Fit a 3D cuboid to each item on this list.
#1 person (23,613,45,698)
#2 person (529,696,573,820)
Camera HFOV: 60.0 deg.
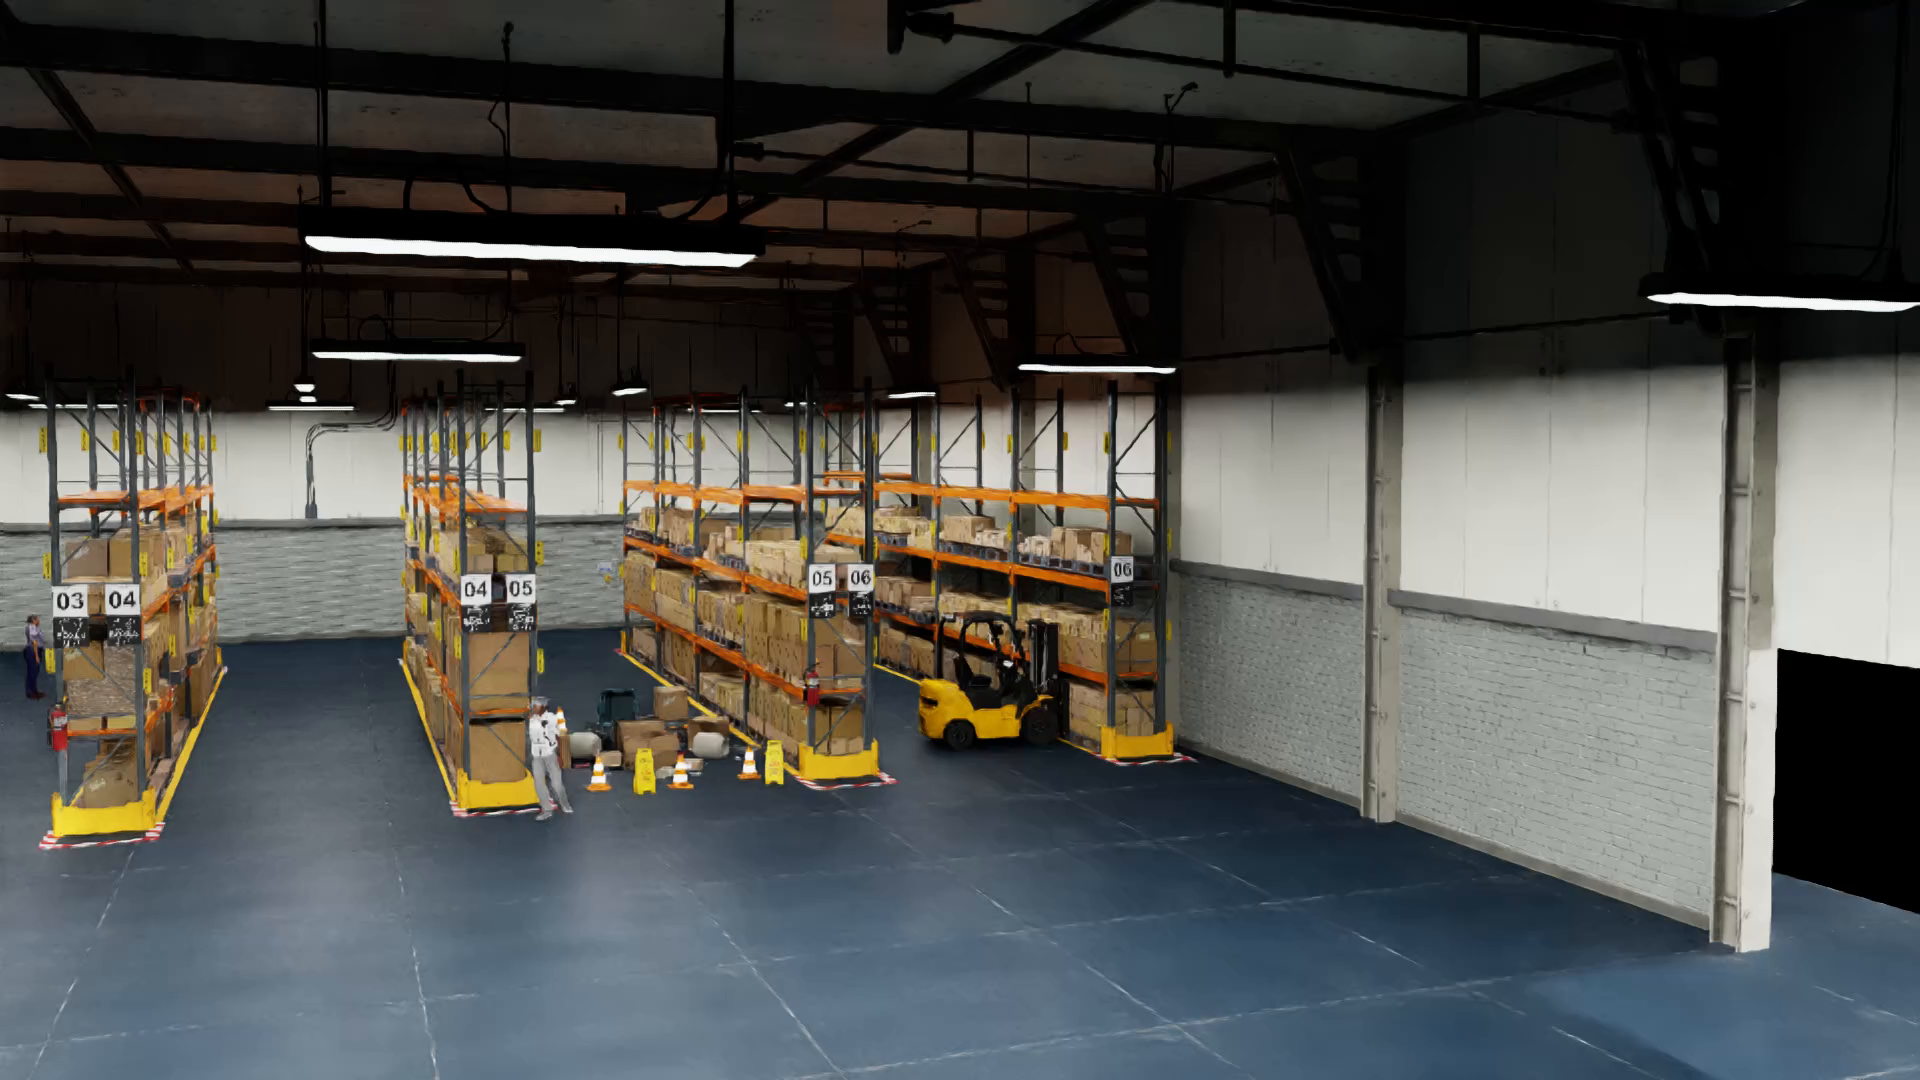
[{"bbox_3d":[-18.184,2.260,32.664,0.378,1.637,0.603,-3,4,-38],"label":"person"},{"bbox_3d":[-5.475,2.879,22.230,0.516,1.660,0.553,1,4,18],"label":"person"}]
